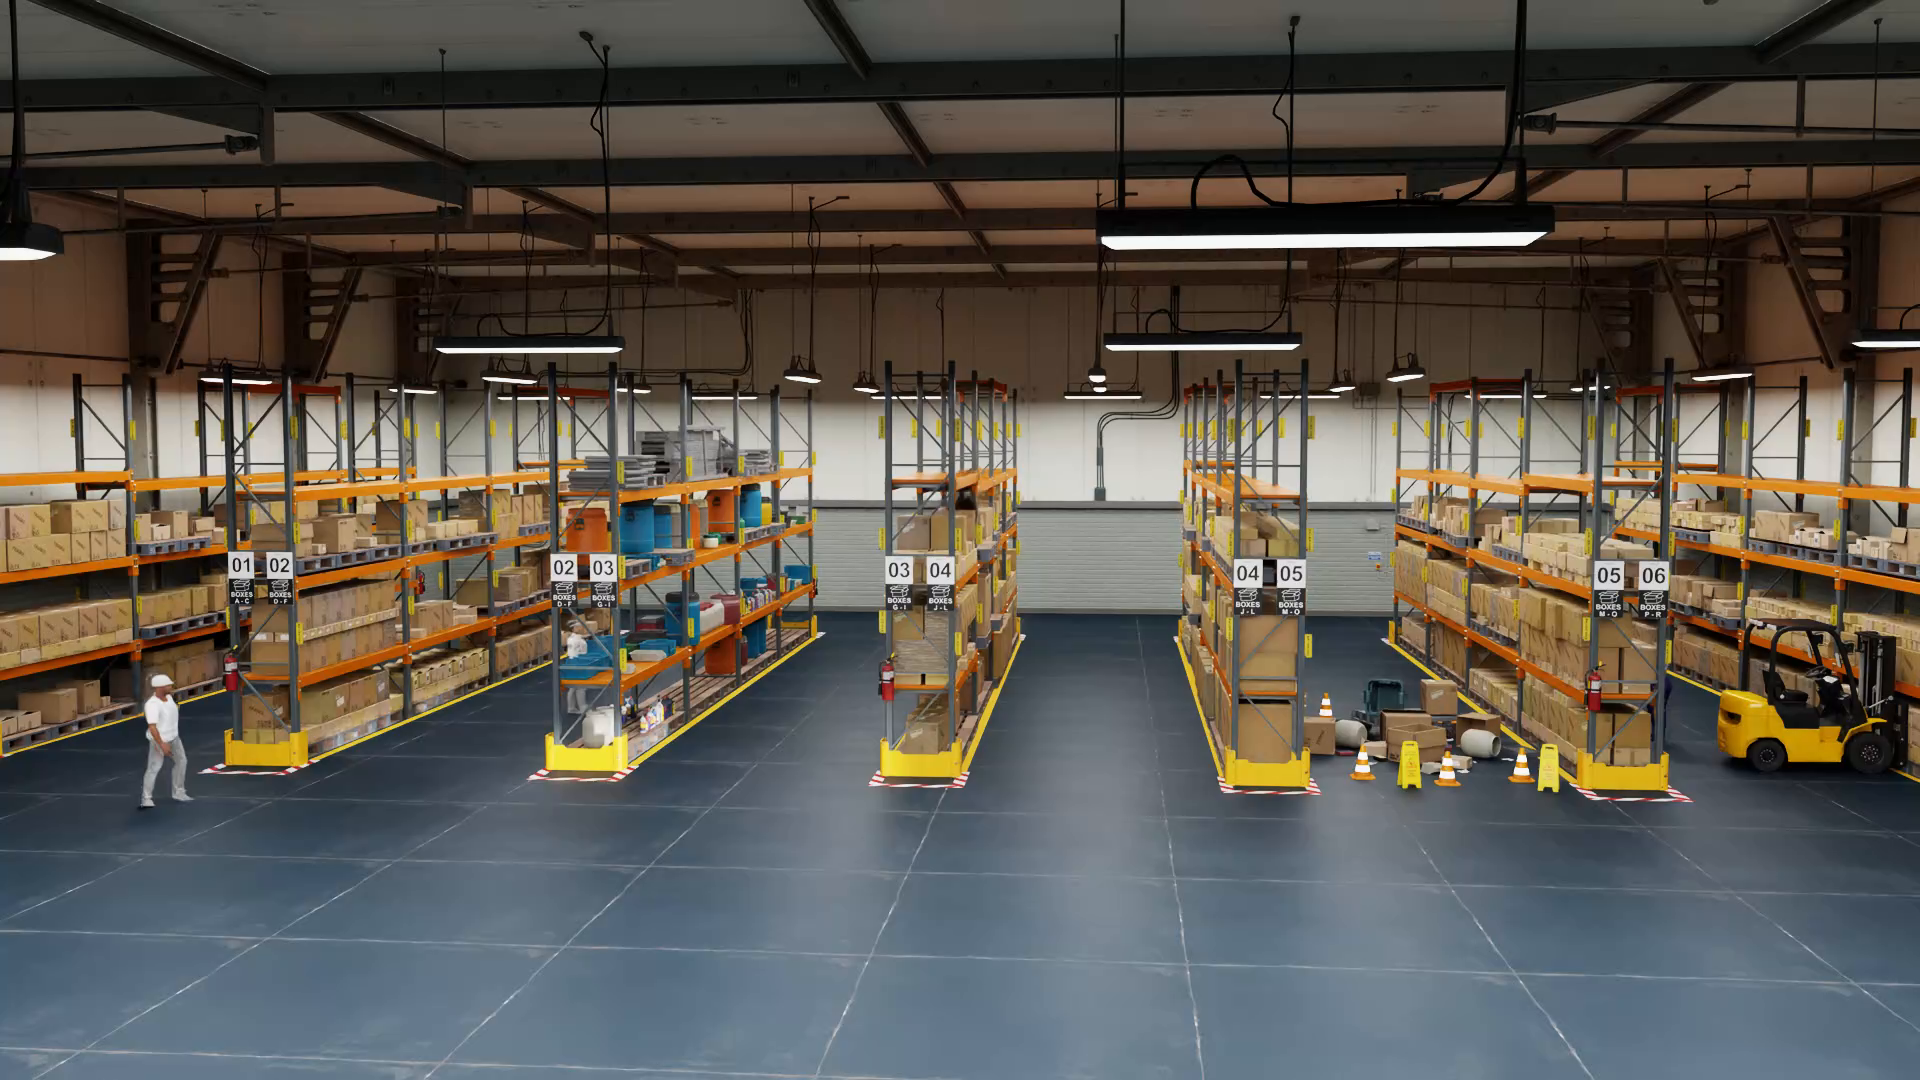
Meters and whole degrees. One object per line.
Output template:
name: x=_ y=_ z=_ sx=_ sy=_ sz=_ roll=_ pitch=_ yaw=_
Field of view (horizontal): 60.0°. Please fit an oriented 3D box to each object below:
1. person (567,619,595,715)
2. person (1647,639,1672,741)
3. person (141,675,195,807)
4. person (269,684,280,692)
person: x=-6.670 y=2.230 z=29.326 sx=0.513 sy=1.694 sz=0.499 roll=0 pitch=4 yaw=-6
person: x=11.328 y=2.424 z=27.033 sx=0.389 sy=1.683 sz=0.576 roll=3 pitch=5 yaw=43
person: x=-10.633 y=2.679 z=22.251 sx=0.572 sy=1.785 sz=0.689 roll=1 pitch=4 yaw=11
person: x=-12.879 y=2.116 z=31.066 sx=0.475 sy=1.680 sz=1.025 roll=0 pitch=4 yaw=-2
